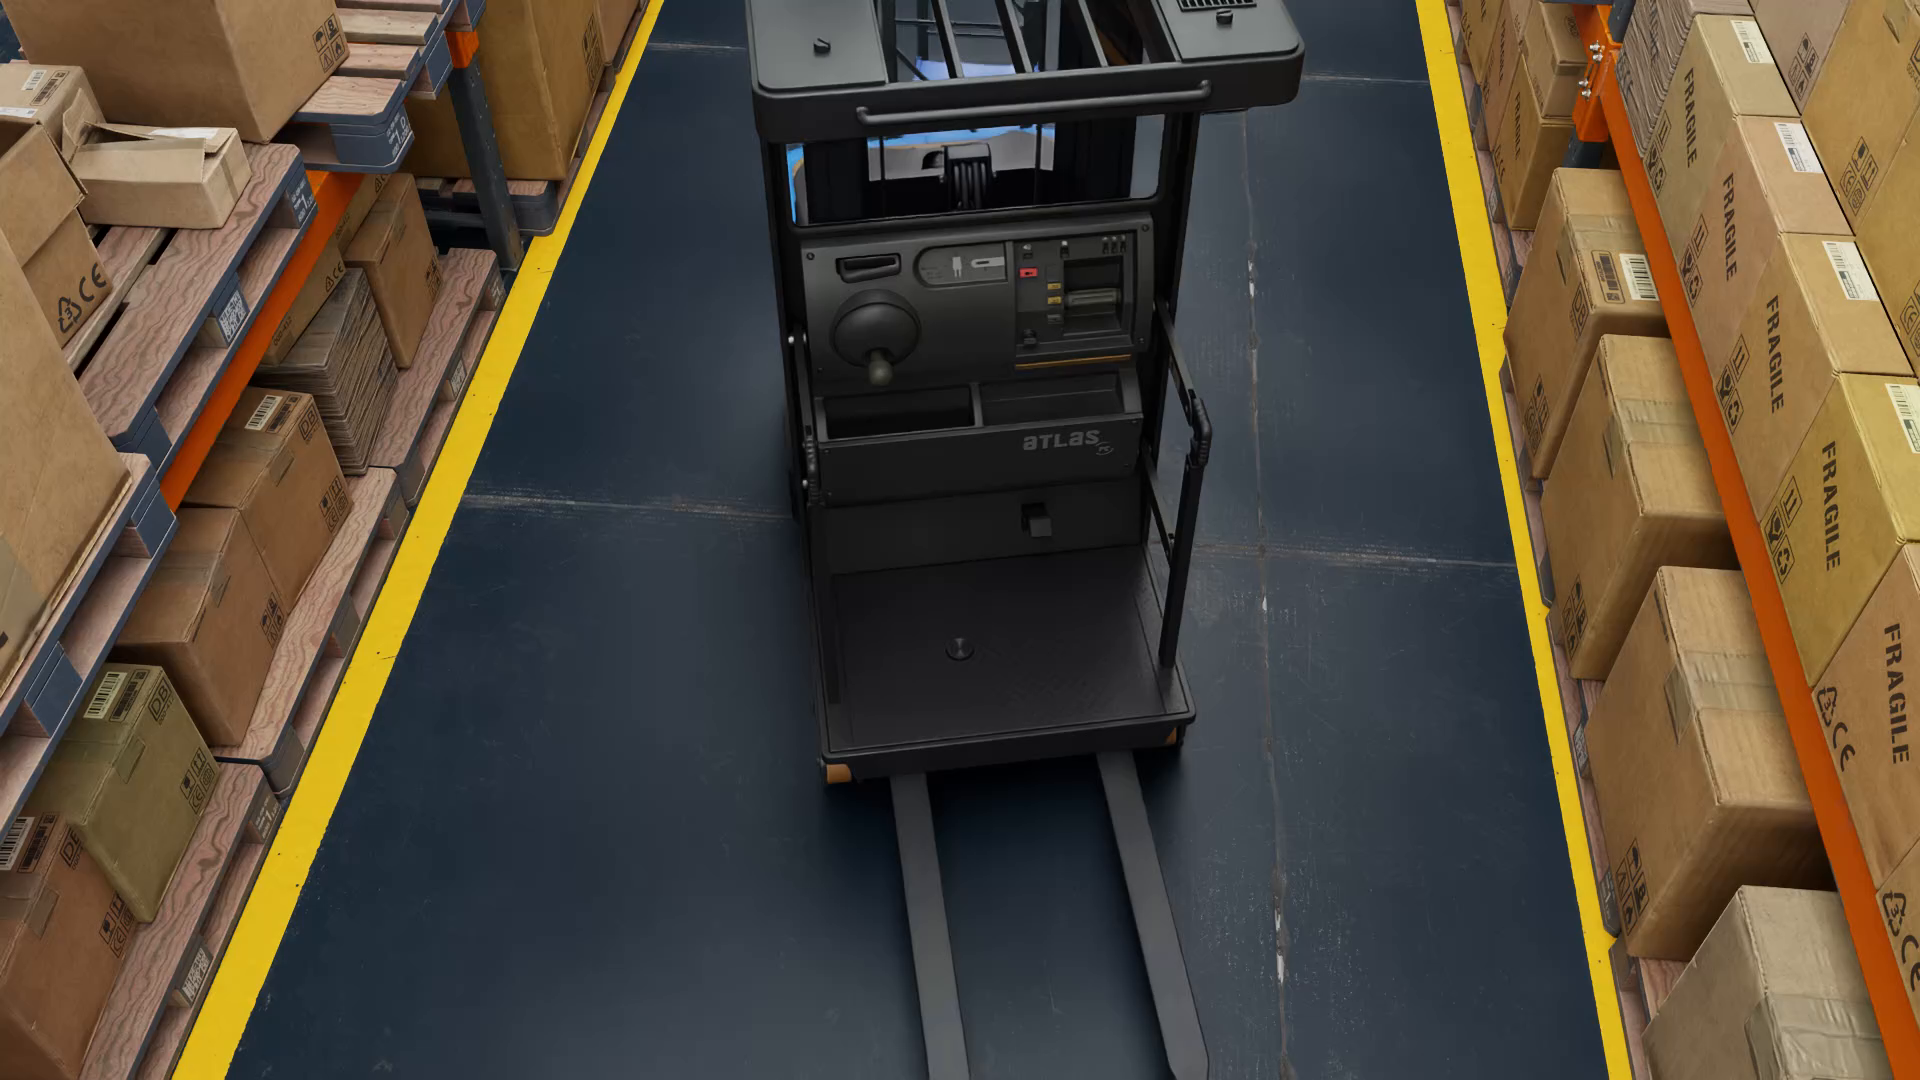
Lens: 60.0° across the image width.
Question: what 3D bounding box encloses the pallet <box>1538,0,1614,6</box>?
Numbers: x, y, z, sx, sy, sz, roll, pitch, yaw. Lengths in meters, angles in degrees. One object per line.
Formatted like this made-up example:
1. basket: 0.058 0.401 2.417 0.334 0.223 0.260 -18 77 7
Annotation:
1. pallet: 2.602 -2.228 5.885 1.213 0.211 1.003 4 48 4

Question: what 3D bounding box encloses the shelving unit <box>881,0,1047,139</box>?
1. shelving unit: 0.036 -1.614 6.210 0.538 1.500 1.048 3 48 3

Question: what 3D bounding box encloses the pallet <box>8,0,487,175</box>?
1. pallet: -2.246 -1.574 5.287 1.213 0.211 1.003 4 48 4

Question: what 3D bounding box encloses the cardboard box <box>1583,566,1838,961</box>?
1. cardboard box: 2.337 0.624 4.386 1.050 0.750 0.750 4 48 4

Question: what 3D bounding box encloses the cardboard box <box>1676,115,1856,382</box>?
1. cardboard box: 2.243 -0.740 4.326 0.500 0.500 0.500 4 48 3

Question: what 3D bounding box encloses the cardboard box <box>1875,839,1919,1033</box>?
1. cardboard box: 2.060 0.742 2.971 0.500 0.500 0.500 4 48 3

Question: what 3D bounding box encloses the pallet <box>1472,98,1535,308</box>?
1. pallet: 2.716 -1.395 6.883 1.003 0.211 1.213 4 48 4

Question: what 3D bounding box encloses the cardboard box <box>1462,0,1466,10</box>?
1. cardboard box: 2.595 -2.700 7.596 0.500 0.500 0.500 5 48 4

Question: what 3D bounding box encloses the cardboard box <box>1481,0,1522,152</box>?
1. cardboard box: 2.494 -1.943 6.903 0.500 0.500 0.500 6 48 5

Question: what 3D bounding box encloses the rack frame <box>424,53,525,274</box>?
1. rack frame: -2.287 -2.170 5.702 1.000 3.000 0.127 4 48 4

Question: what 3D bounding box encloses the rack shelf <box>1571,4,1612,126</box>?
1. rack shelf: 2.825 -2.989 6.938 1.077 0.370 4.000 4 48 4

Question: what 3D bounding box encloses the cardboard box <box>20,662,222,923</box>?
1. cardboard box: -2.512 0.666 4.504 0.700 0.500 0.500 4 48 3

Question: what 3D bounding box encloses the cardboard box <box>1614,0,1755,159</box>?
1. cardboard box: 2.333 -1.484 5.007 0.500 0.500 0.500 4 48 4

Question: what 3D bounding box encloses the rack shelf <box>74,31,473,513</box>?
1. rack shelf: -2.469 -0.457 4.623 1.077 0.370 4.000 4 48 4

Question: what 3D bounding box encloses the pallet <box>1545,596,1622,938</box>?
1. pallet: 2.382 0.647 5.015 1.003 0.211 1.213 4 48 4

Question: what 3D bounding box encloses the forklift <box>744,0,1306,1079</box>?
1. forklift: 0.085 -0.533 4.251 1.130 2.935 3.031 -6 48 -5

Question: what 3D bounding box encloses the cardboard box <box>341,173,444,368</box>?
1. cardboard box: -2.328 -0.981 6.010 0.700 0.500 0.500 2 48 1

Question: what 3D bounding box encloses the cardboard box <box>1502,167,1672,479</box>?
1. cardboard box: 2.498 -0.703 5.600 1.050 0.750 0.750 3 48 3

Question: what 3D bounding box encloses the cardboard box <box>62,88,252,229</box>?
1. cardboard box: -2.170 -1.023 4.459 0.396 0.266 0.258 3 48 2

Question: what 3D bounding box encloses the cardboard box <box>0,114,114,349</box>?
1. cardboard box: -2.586 -0.687 3.991 0.797 0.503 0.637 8 48 8

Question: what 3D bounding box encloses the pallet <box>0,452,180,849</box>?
1. pallet: -2.437 0.282 3.589 1.003 0.211 1.213 4 48 4

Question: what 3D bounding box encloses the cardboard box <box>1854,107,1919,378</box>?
1. cardboard box: 2.456 -0.680 3.593 0.700 0.500 0.500 3 48 3

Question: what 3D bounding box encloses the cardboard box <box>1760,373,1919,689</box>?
1. cardboard box: 2.152 -0.001 3.650 0.500 0.500 0.500 4 48 4

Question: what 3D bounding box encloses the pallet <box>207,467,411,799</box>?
1. pallet: -2.474 0.239 5.388 1.003 0.211 1.213 4 48 4

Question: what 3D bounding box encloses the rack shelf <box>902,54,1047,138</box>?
1. rack shelf: 0.036 -1.492 6.342 0.538 0.185 1.000 3 48 3

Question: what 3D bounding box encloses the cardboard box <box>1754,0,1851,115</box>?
1. cardboard box: 2.547 -1.432 4.282 0.700 0.500 0.500 3 48 3

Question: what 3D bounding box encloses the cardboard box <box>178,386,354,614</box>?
1. cardboard box: -2.411 -0.156 5.255 0.700 0.500 0.500 7 48 7

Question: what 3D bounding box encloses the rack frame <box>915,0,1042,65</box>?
1. rack frame: 0.077 -1.988 6.552 0.500 1.500 0.032 3 48 3

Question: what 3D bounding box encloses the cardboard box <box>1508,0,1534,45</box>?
1. cardboard box: 2.479 -2.205 6.635 0.500 0.250 0.500 4 48 4

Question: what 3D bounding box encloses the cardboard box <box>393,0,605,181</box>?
1. cardboard box: -2.204 -2.100 6.793 1.225 0.875 0.875 2 48 2

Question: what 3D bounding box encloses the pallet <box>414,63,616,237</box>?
1. pallet: -2.140 -1.803 7.256 1.003 0.211 1.213 4 48 4

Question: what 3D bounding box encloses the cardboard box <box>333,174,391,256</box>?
1. cardboard box: -2.318 -1.233 5.733 0.500 0.250 0.500 6 48 5
